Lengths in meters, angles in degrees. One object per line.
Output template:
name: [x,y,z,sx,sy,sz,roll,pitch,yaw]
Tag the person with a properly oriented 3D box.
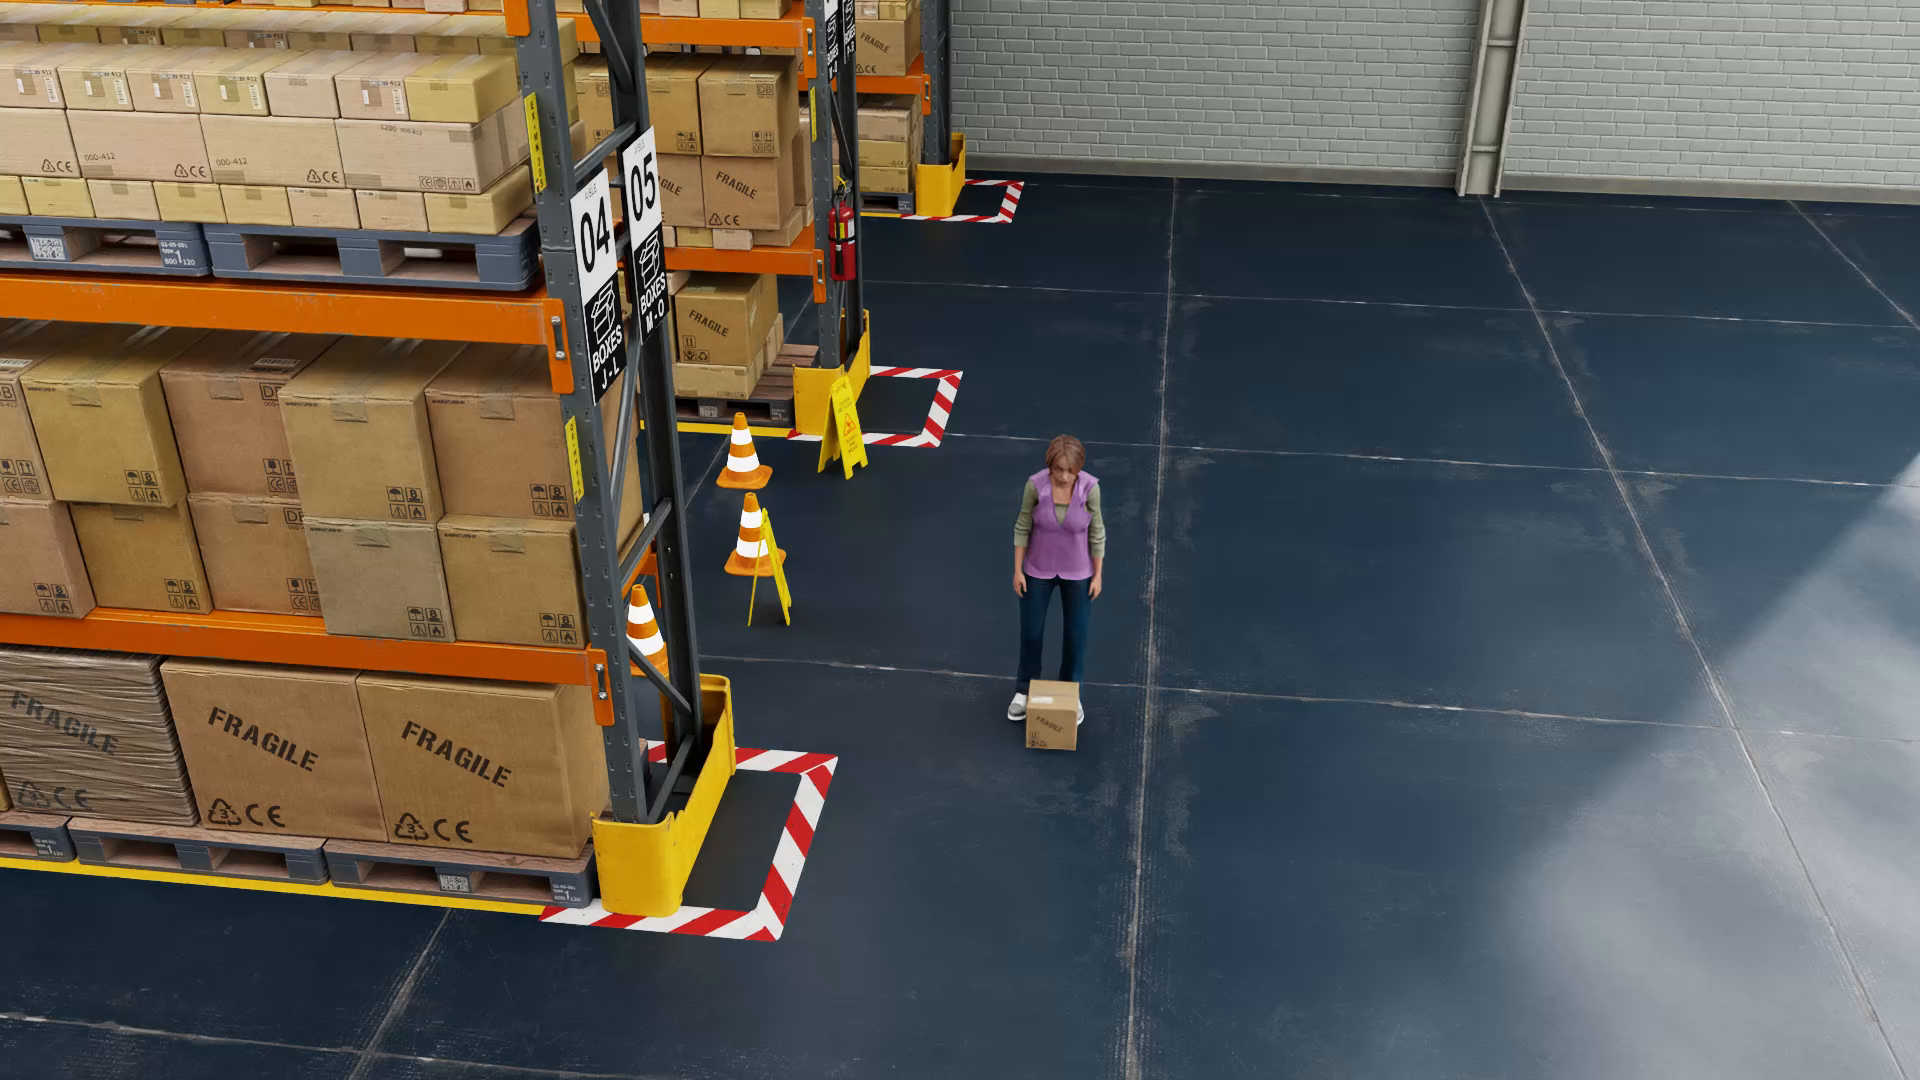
person: [0.495,0.226,8.366,0.457,1.326,0.290,2,29,4]
